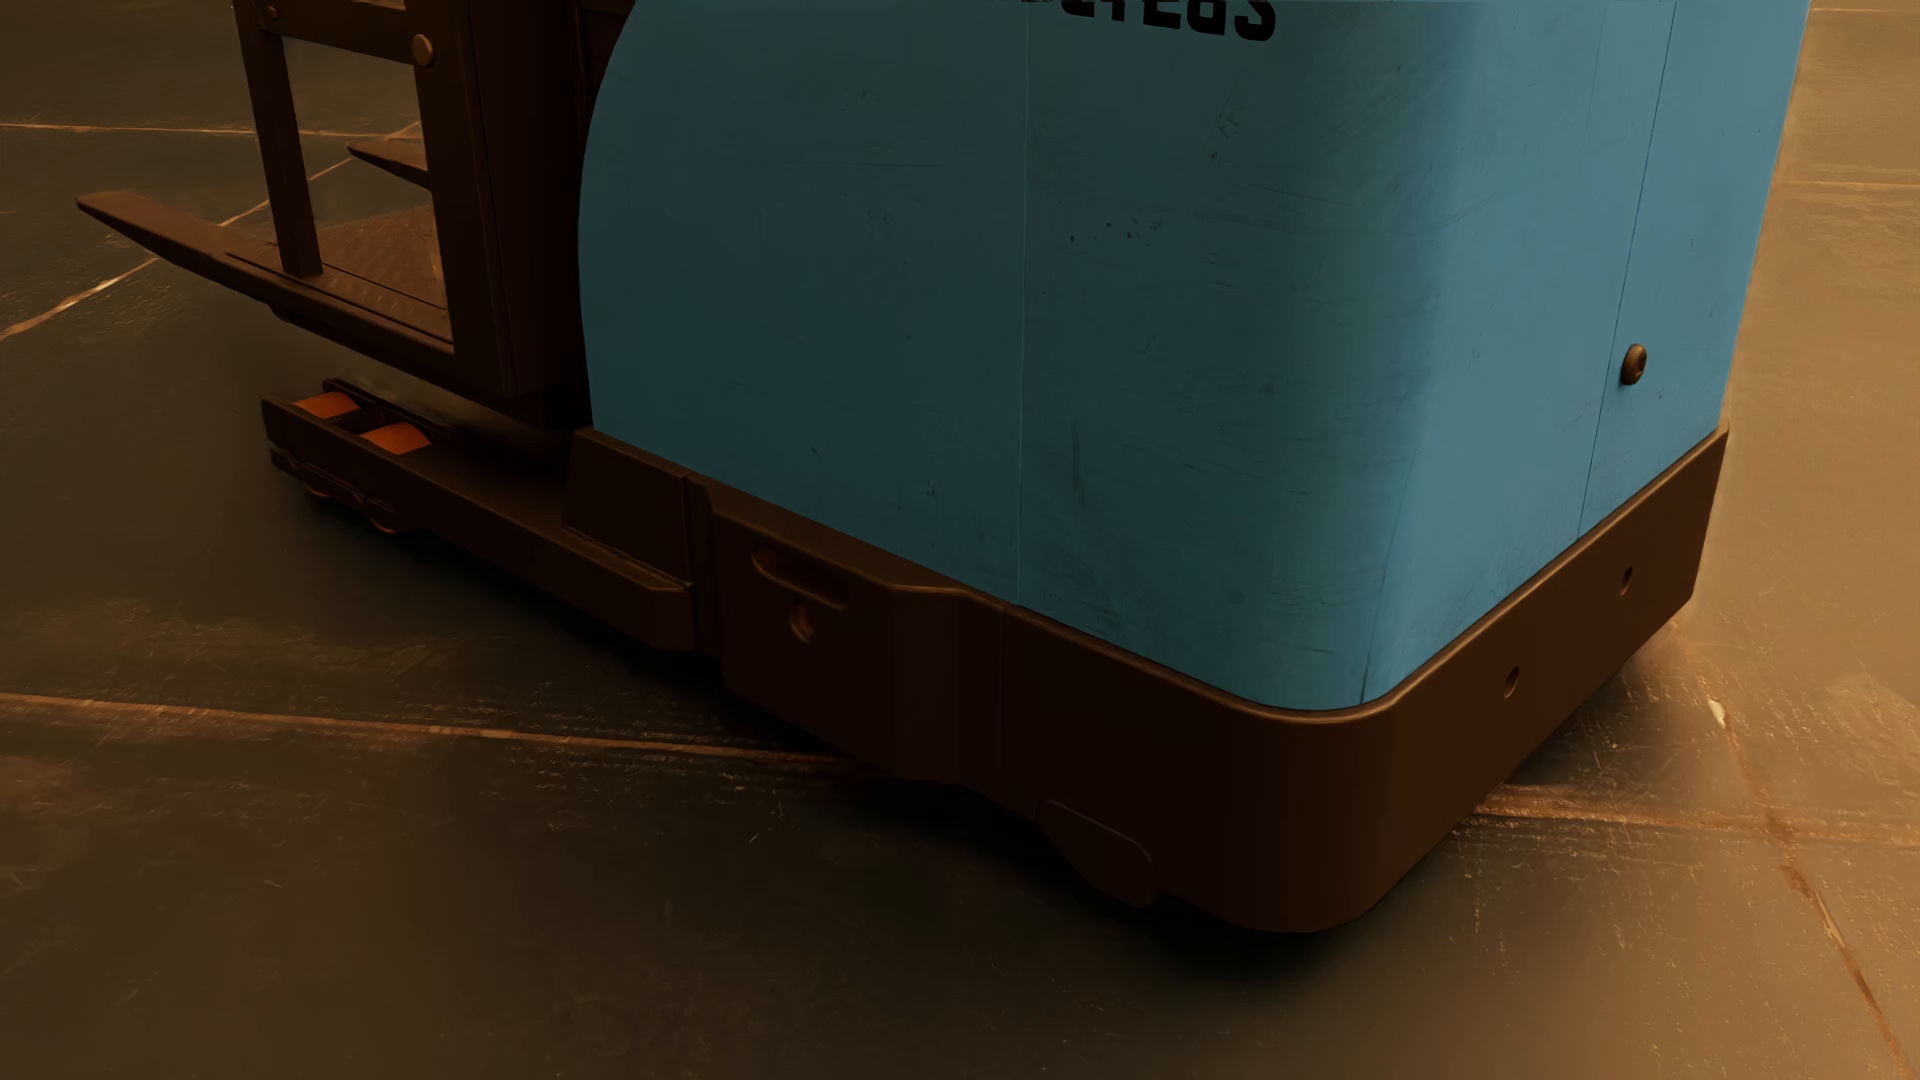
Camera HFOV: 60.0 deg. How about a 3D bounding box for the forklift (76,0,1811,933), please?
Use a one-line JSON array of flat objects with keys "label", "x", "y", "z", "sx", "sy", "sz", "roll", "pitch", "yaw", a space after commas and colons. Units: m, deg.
[{"label": "forklift", "x": -0.458, "y": -1.476, "z": 2.175, "sx": 3.031, "sy": 2.935, "sz": 1.130, "roll": 22, "pitch": 34, "yaw": 36}]
